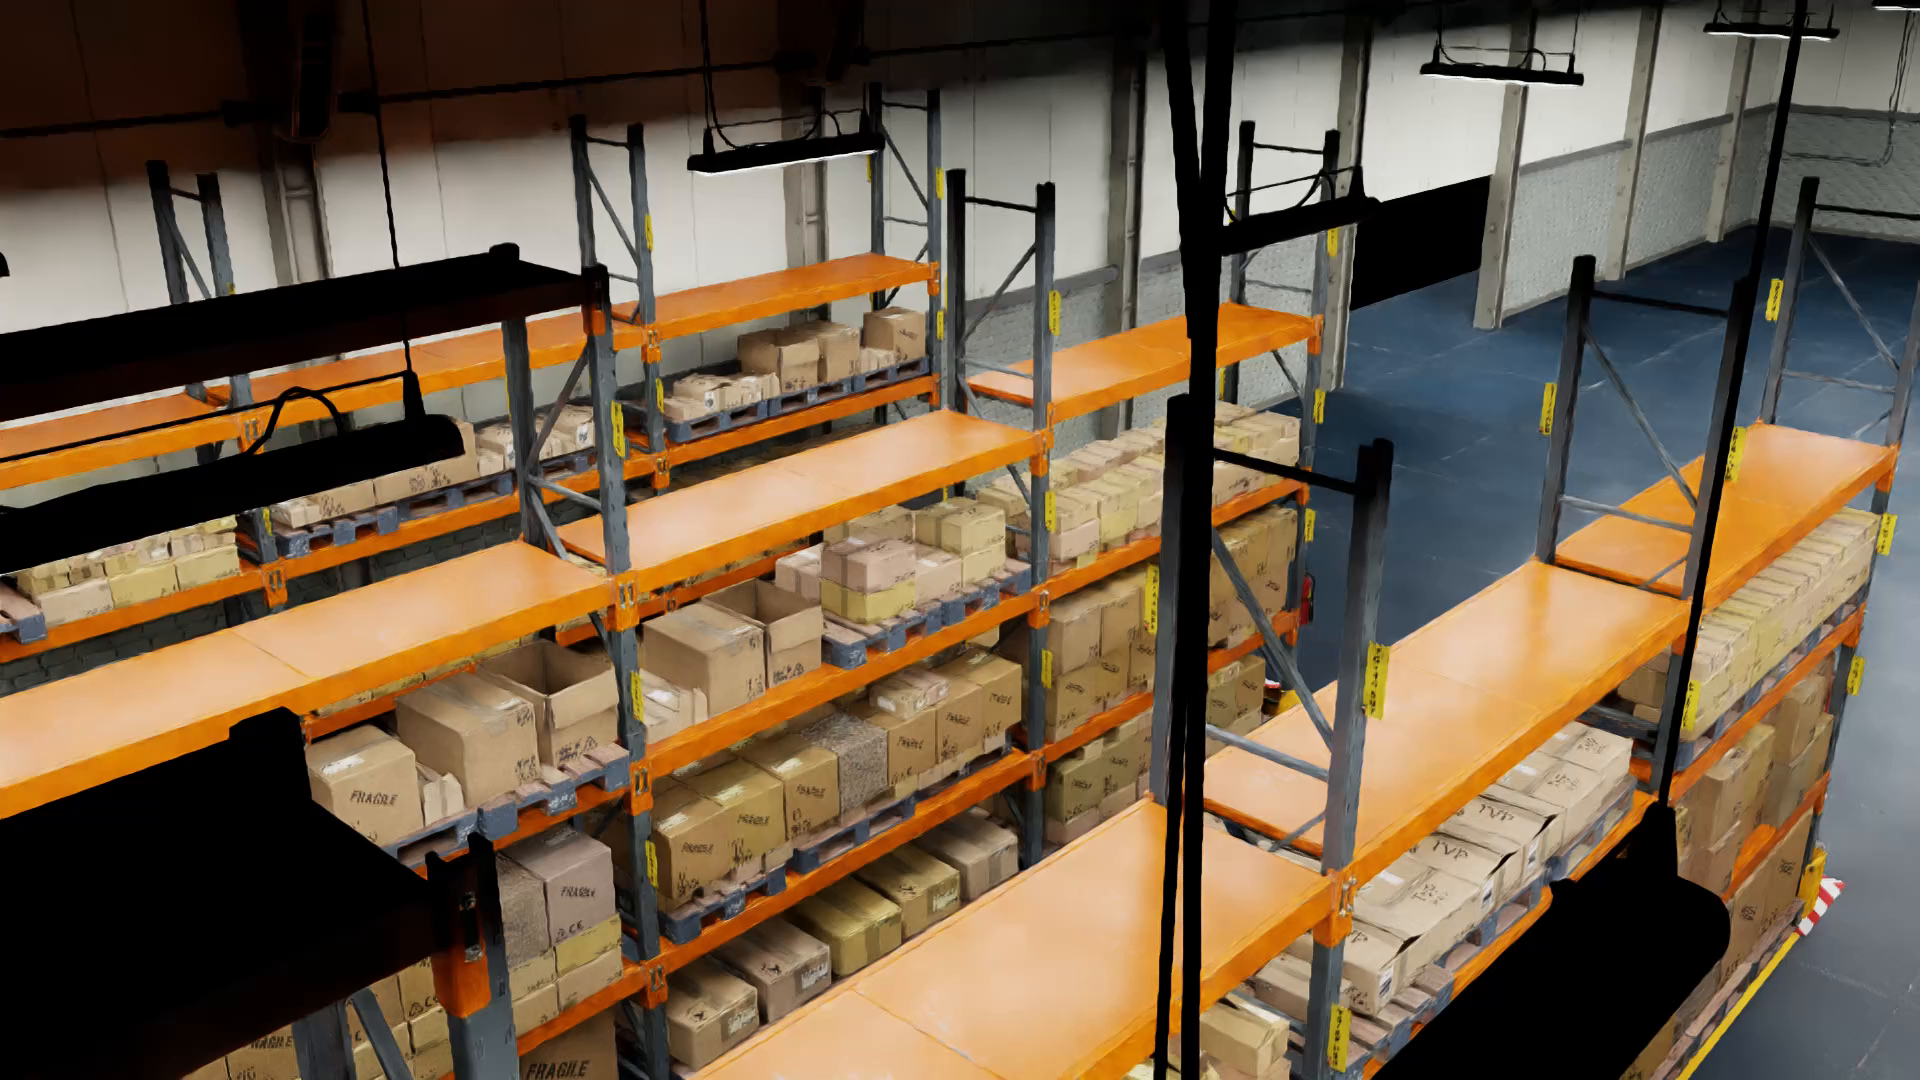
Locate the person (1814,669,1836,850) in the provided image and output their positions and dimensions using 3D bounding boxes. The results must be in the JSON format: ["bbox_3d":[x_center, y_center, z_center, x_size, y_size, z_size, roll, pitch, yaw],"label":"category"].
[{"bbox_3d":[7.482,1.885,14.805,0.584,1.721,0.595,3,21,6],"label":"person"}]
